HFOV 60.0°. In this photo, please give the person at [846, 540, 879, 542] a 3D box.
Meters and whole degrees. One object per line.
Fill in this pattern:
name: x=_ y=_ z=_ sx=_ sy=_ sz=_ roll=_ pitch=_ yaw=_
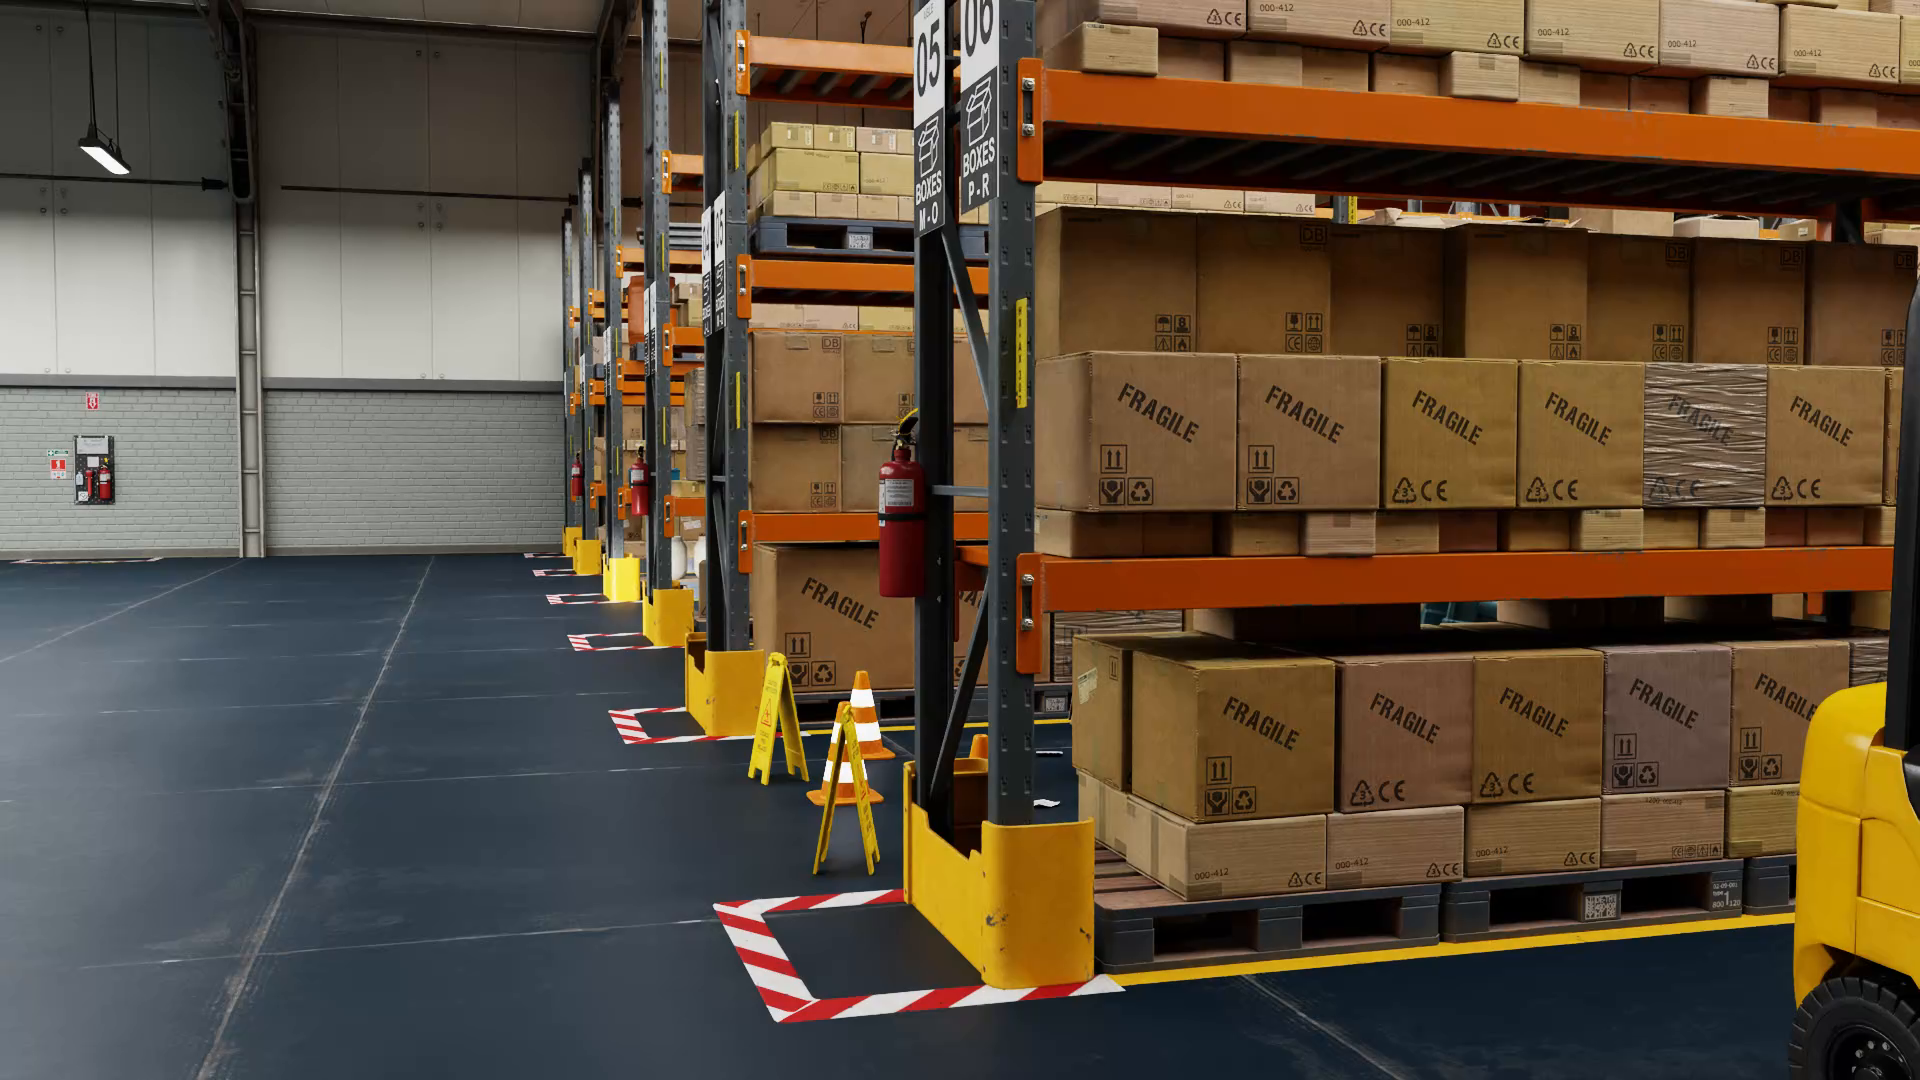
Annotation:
person: x=-0.953 y=0.043 z=18.021 sx=0.591 sy=1.478 sz=0.734 roll=-1 pitch=3 yaw=-16
